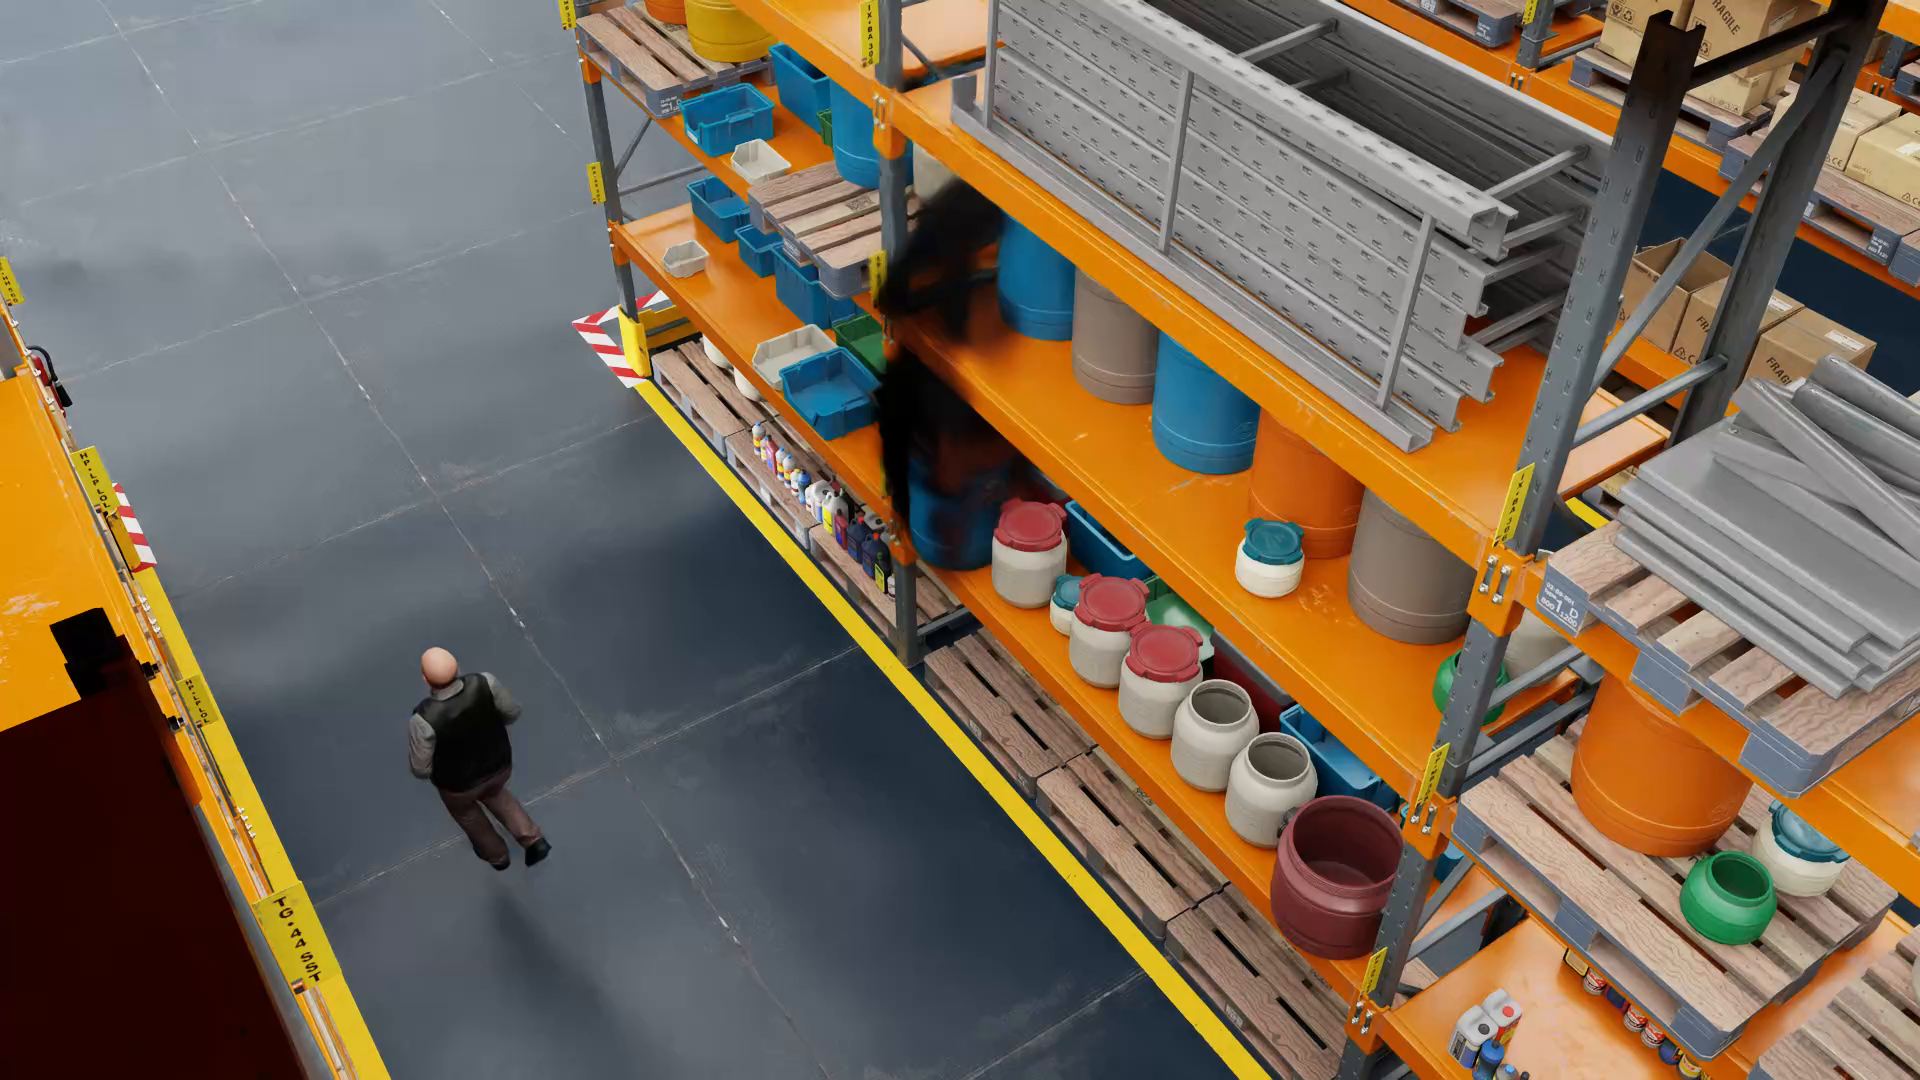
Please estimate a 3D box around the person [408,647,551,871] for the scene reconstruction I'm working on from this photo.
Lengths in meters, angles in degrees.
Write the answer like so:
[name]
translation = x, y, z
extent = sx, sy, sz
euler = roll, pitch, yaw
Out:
[person]
translation = -2.537, 1.234, 8.763
extent = 0.647, 1.688, 0.637
euler = -33, 52, -30
